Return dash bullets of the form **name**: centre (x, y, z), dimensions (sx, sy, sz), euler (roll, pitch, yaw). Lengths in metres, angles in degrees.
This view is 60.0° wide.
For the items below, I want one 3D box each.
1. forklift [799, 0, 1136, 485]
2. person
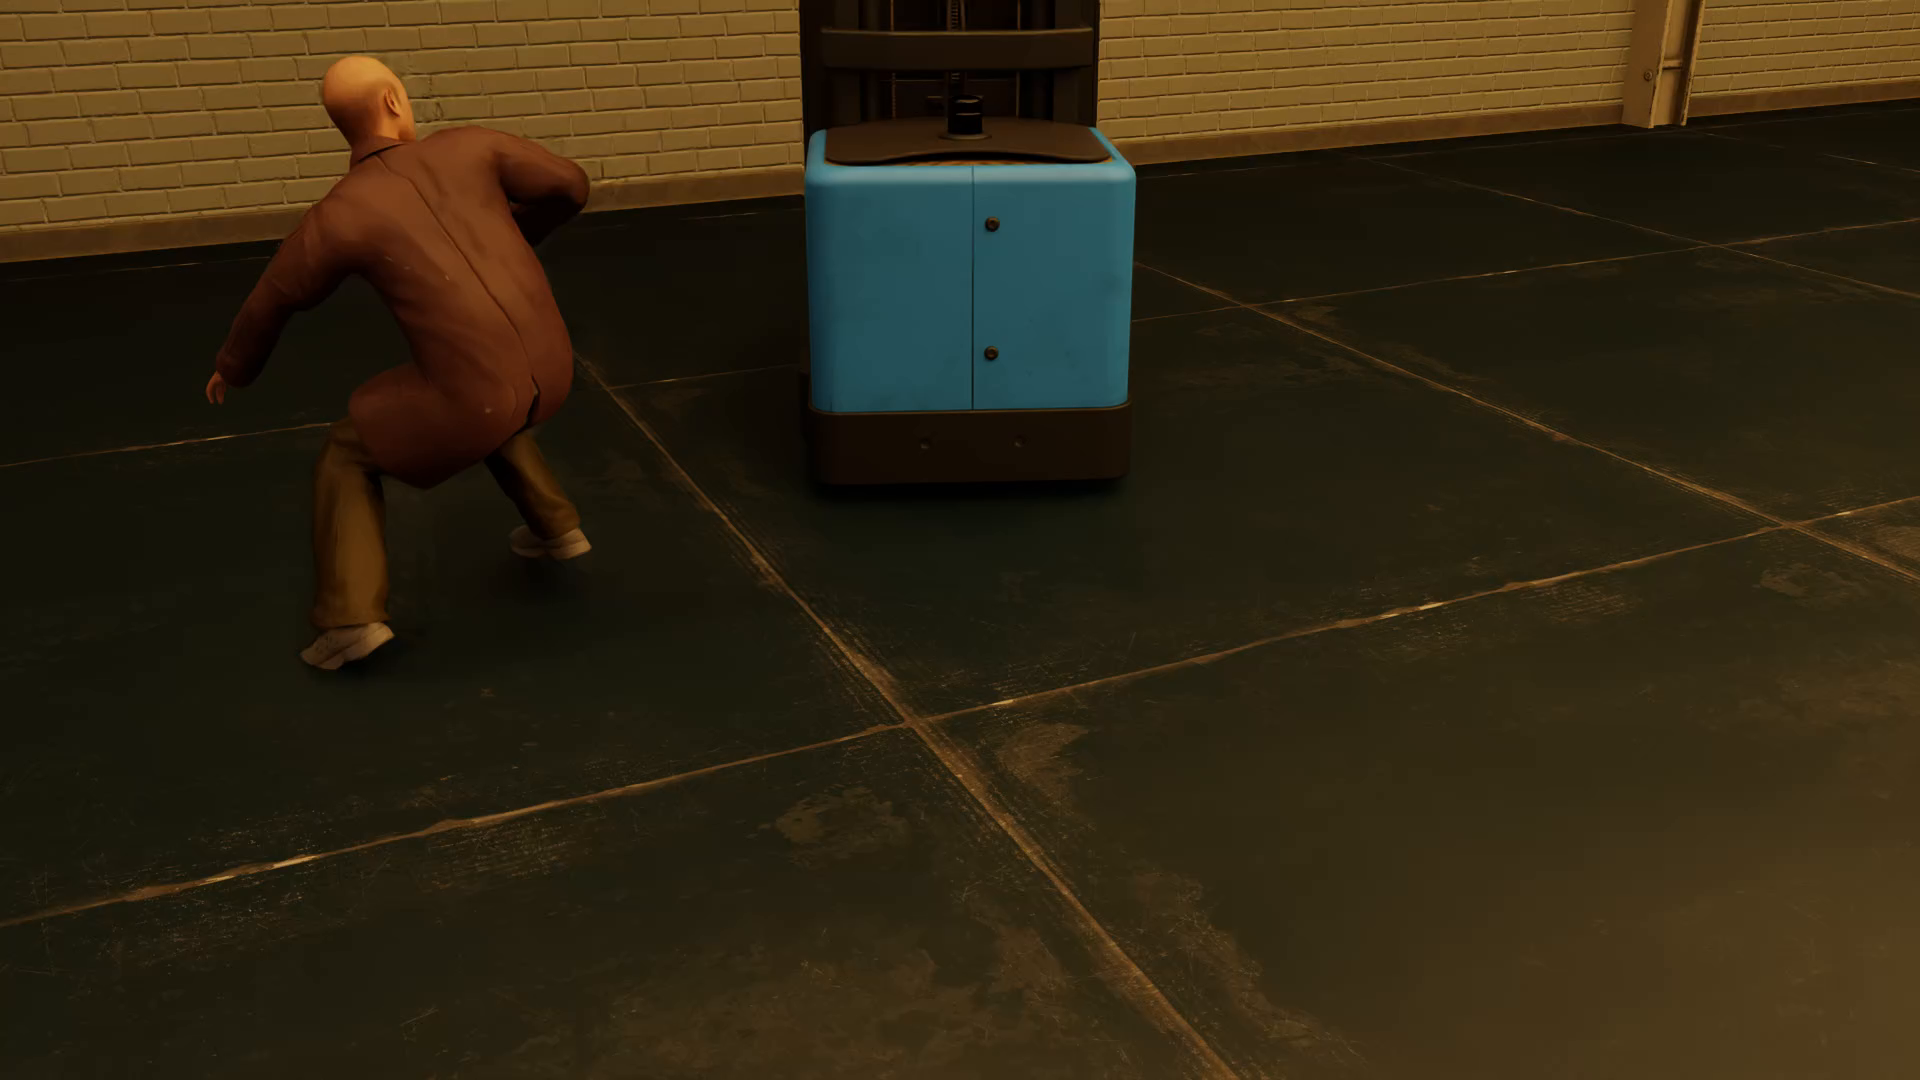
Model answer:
- **forklift**: centre (-0.054, -2.053, 6.228), dimensions (1.130, 2.935, 3.031), euler (-1, 23, -3)
- **person**: centre (-1.436, -0.474, 4.377), dimensions (0.861, 1.542, 0.879), euler (19, 29, 38)
